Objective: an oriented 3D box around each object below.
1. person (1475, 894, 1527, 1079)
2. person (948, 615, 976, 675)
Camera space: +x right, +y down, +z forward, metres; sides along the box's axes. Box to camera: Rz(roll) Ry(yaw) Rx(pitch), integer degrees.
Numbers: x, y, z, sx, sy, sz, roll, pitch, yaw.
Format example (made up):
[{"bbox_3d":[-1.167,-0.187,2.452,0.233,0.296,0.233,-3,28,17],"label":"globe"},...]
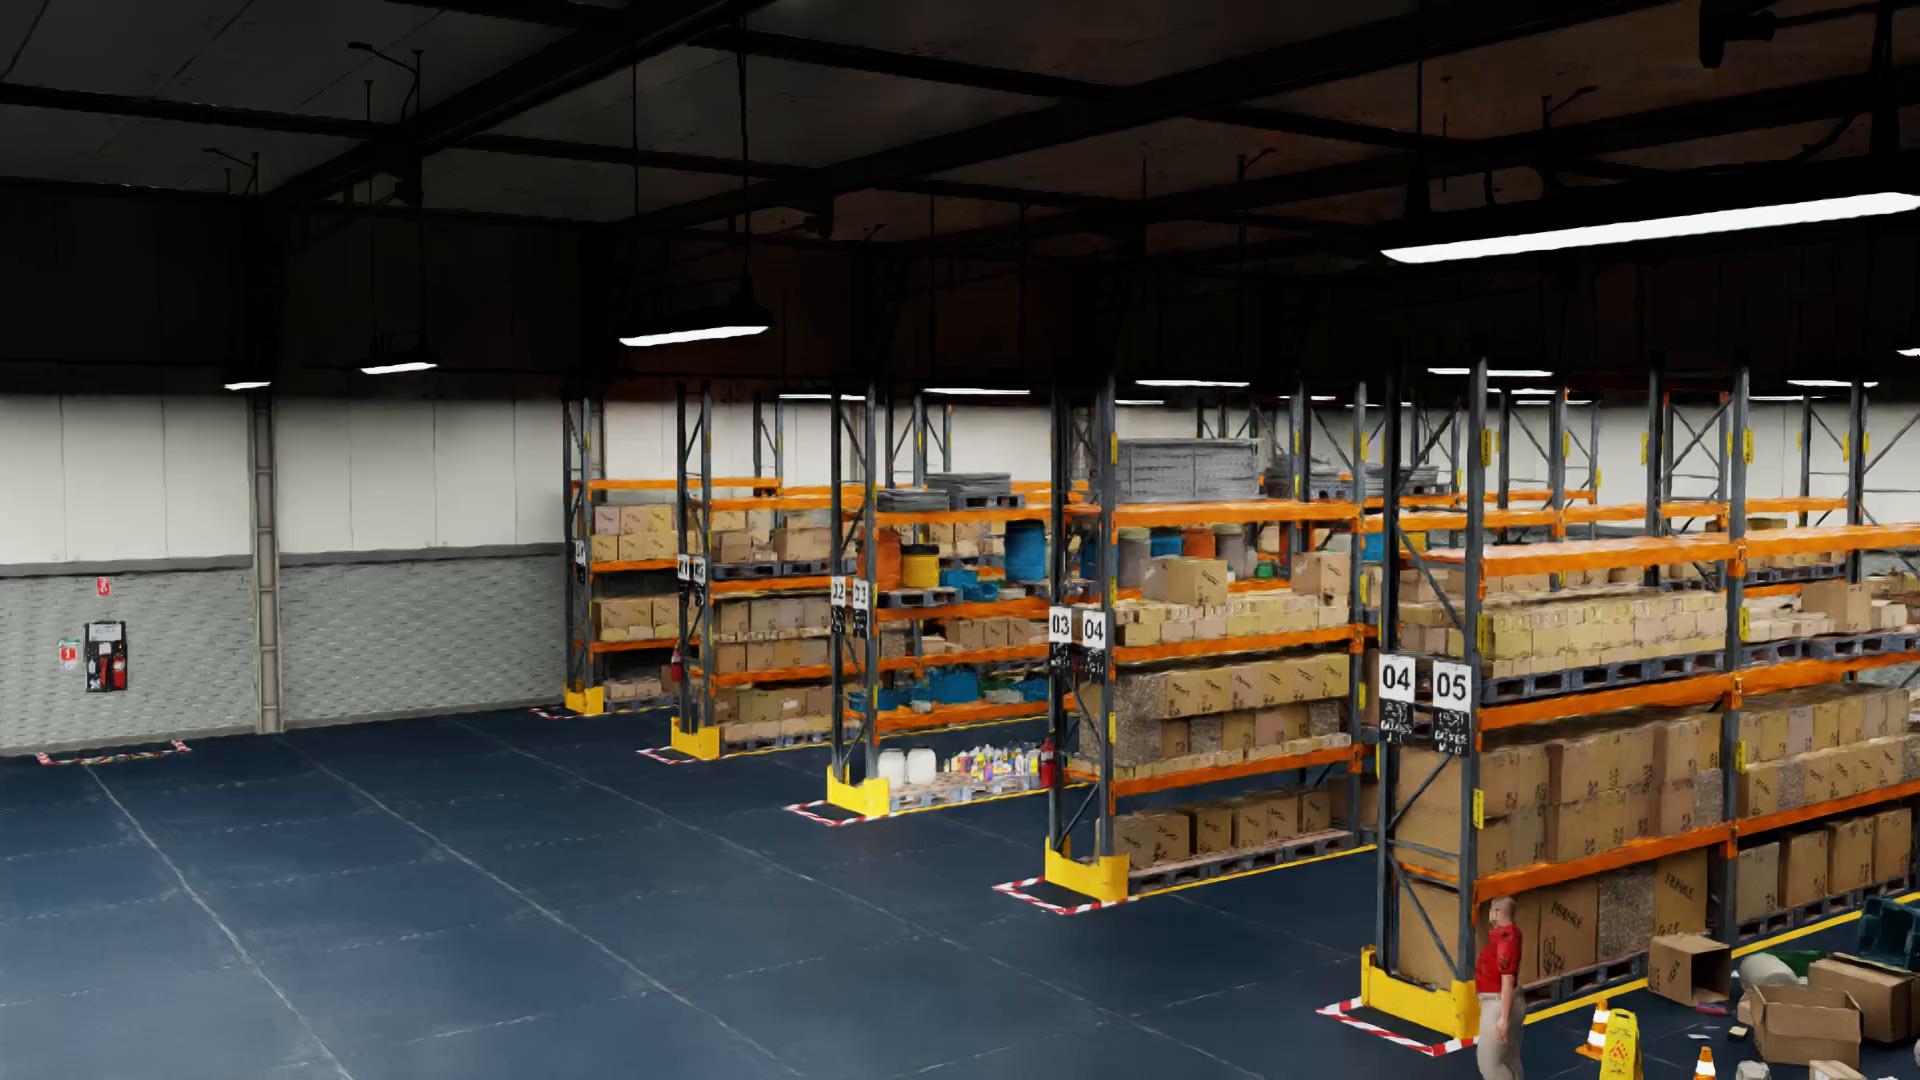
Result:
[{"bbox_3d":[4.040,3.501,12.334,0.437,1.720,0.650,2,4,24],"label":"person"},{"bbox_3d":[-0.040,2.161,33.294,1.193,1.698,0.598,-2,4,-32],"label":"person"}]
